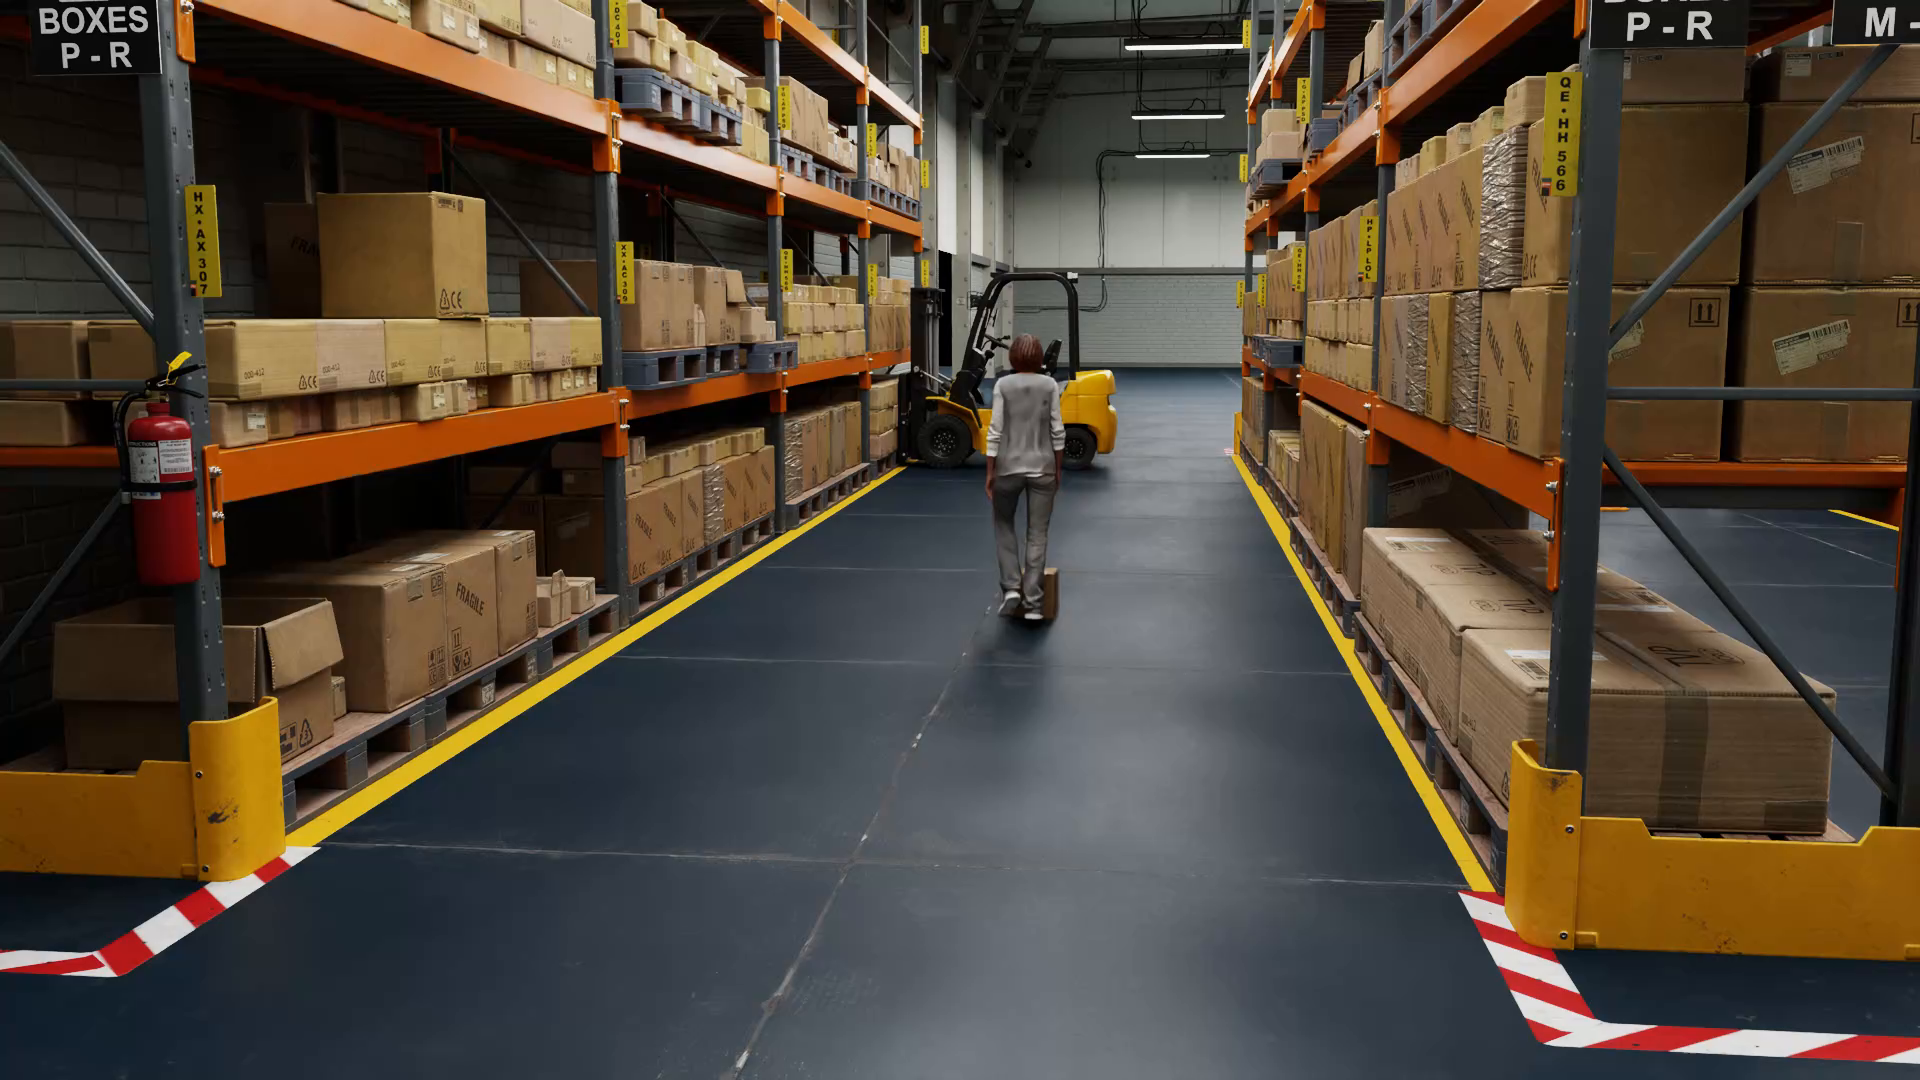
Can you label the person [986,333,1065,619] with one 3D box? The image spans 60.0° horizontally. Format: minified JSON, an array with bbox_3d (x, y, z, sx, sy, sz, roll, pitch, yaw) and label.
[{"bbox_3d":[0.364,-0.332,9.255,0.444,1.629,0.546,0,8,1],"label":"person"}]
